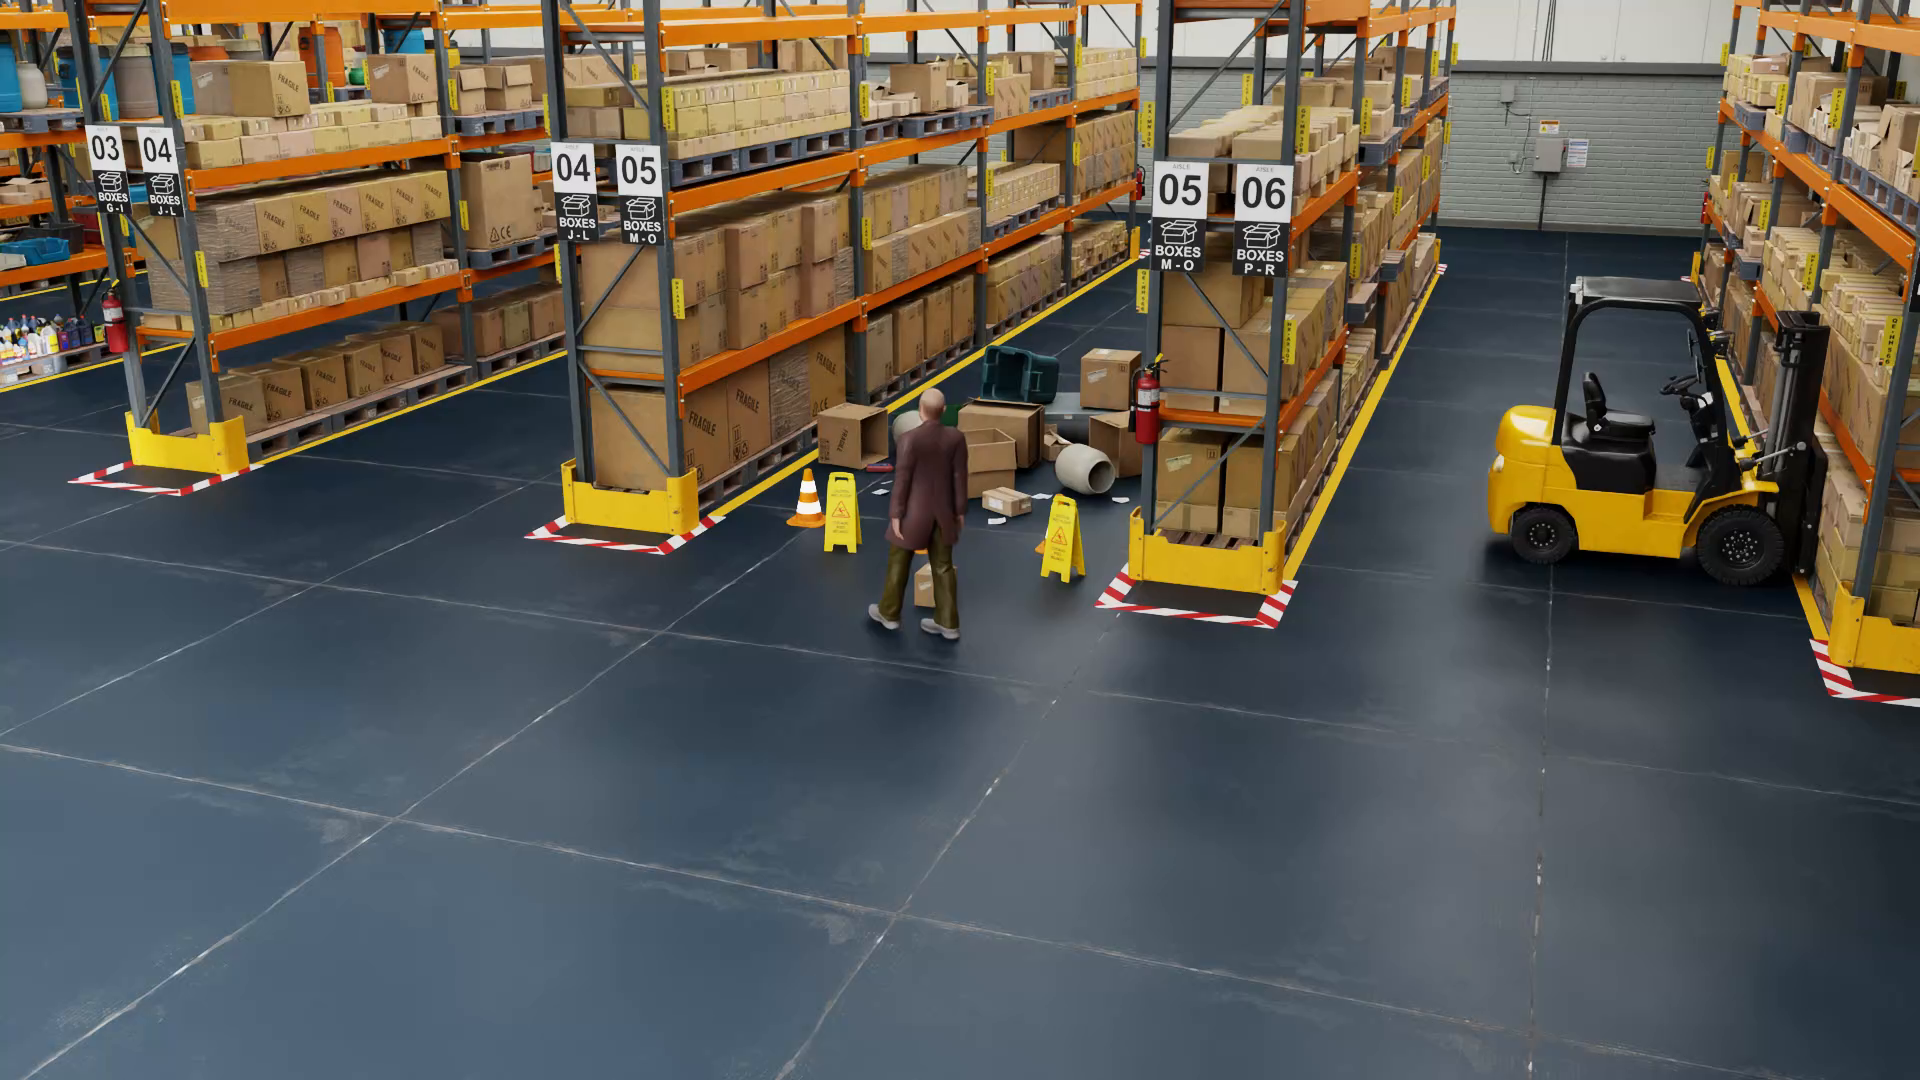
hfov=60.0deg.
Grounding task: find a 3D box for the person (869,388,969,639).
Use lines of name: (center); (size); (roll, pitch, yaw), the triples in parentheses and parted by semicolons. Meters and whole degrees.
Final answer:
person: (-0.284, -0.216, 11.717); (0.599, 1.773, 0.727); (-9, 20, -26)
